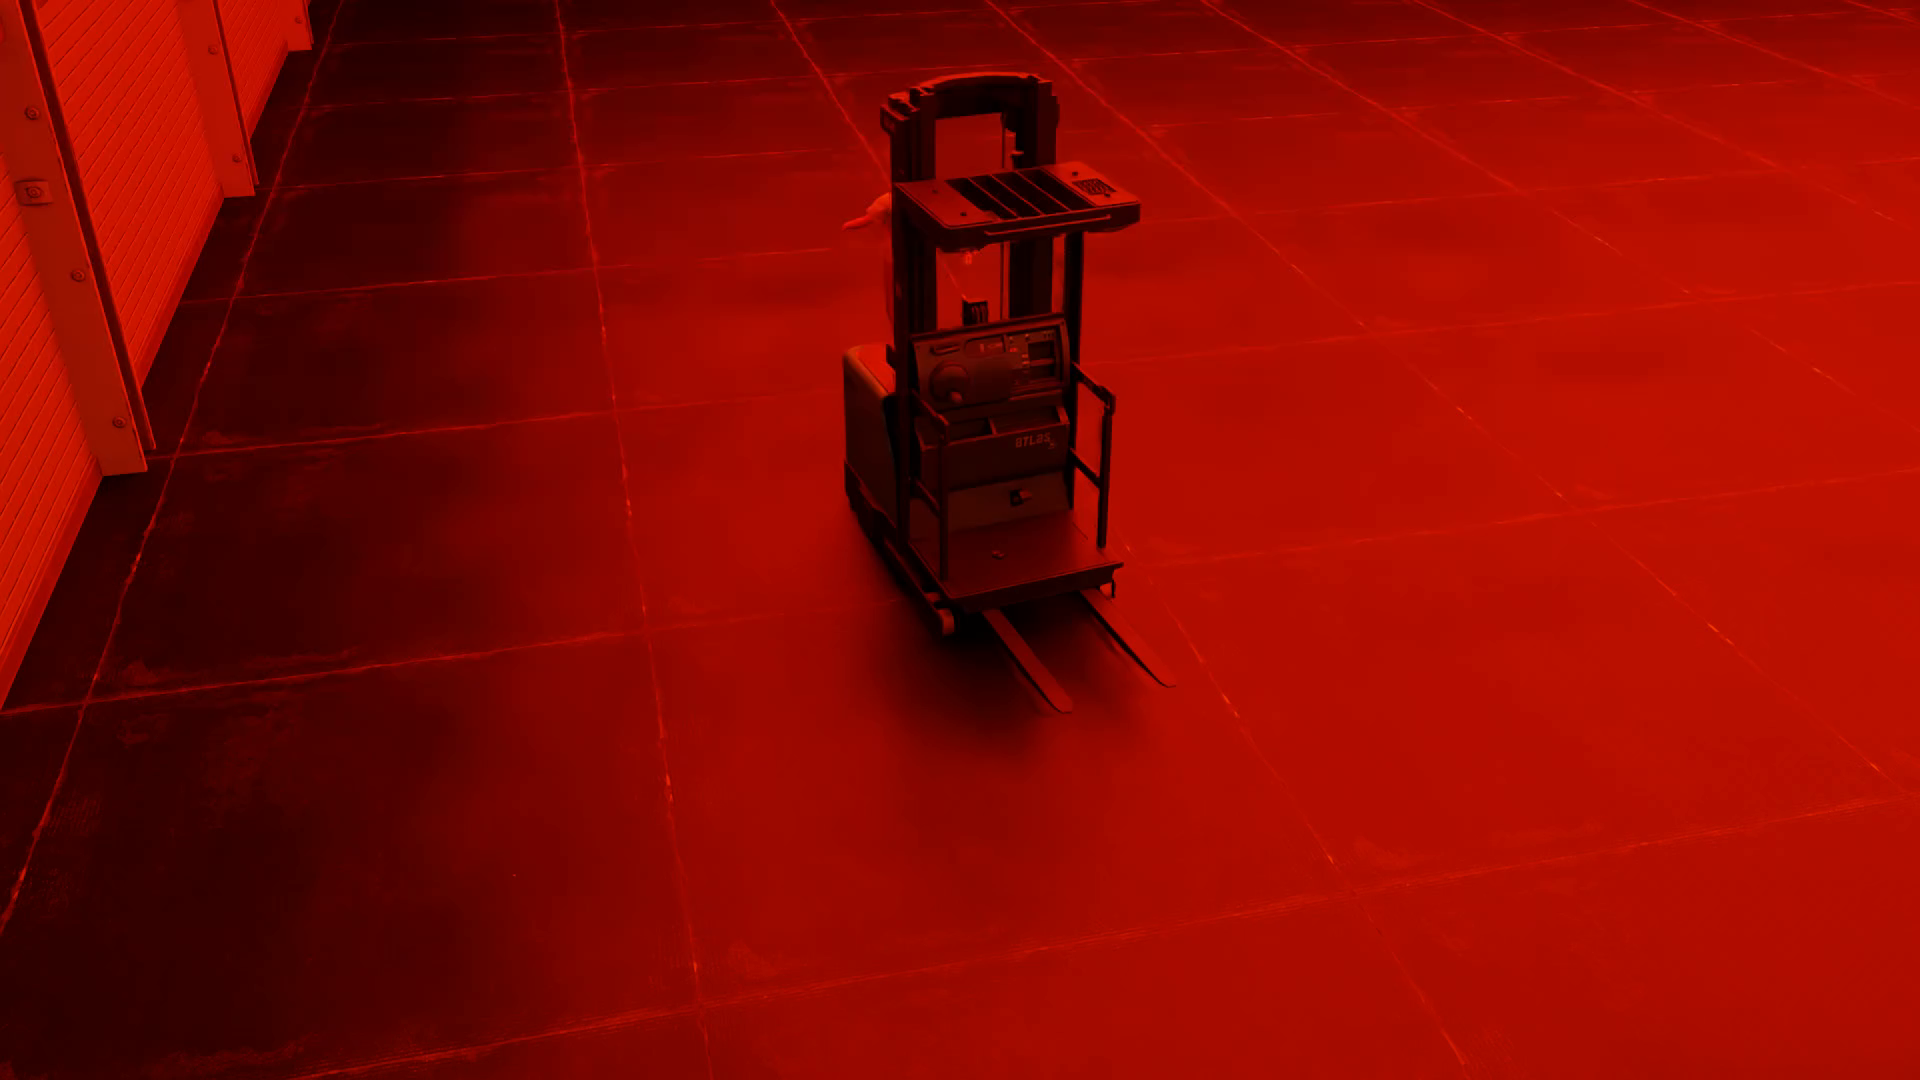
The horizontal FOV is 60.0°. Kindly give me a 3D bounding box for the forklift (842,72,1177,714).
[{"bbox_3d":[0.267,-0.954,9.223,1.130,2.935,3.031,-11,32,-19],"label":"forklift"}]

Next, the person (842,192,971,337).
[{"bbox_3d":[-0.399,-2.144,12.592,0.904,1.679,0.680,-9,31,-15],"label":"person"}]
